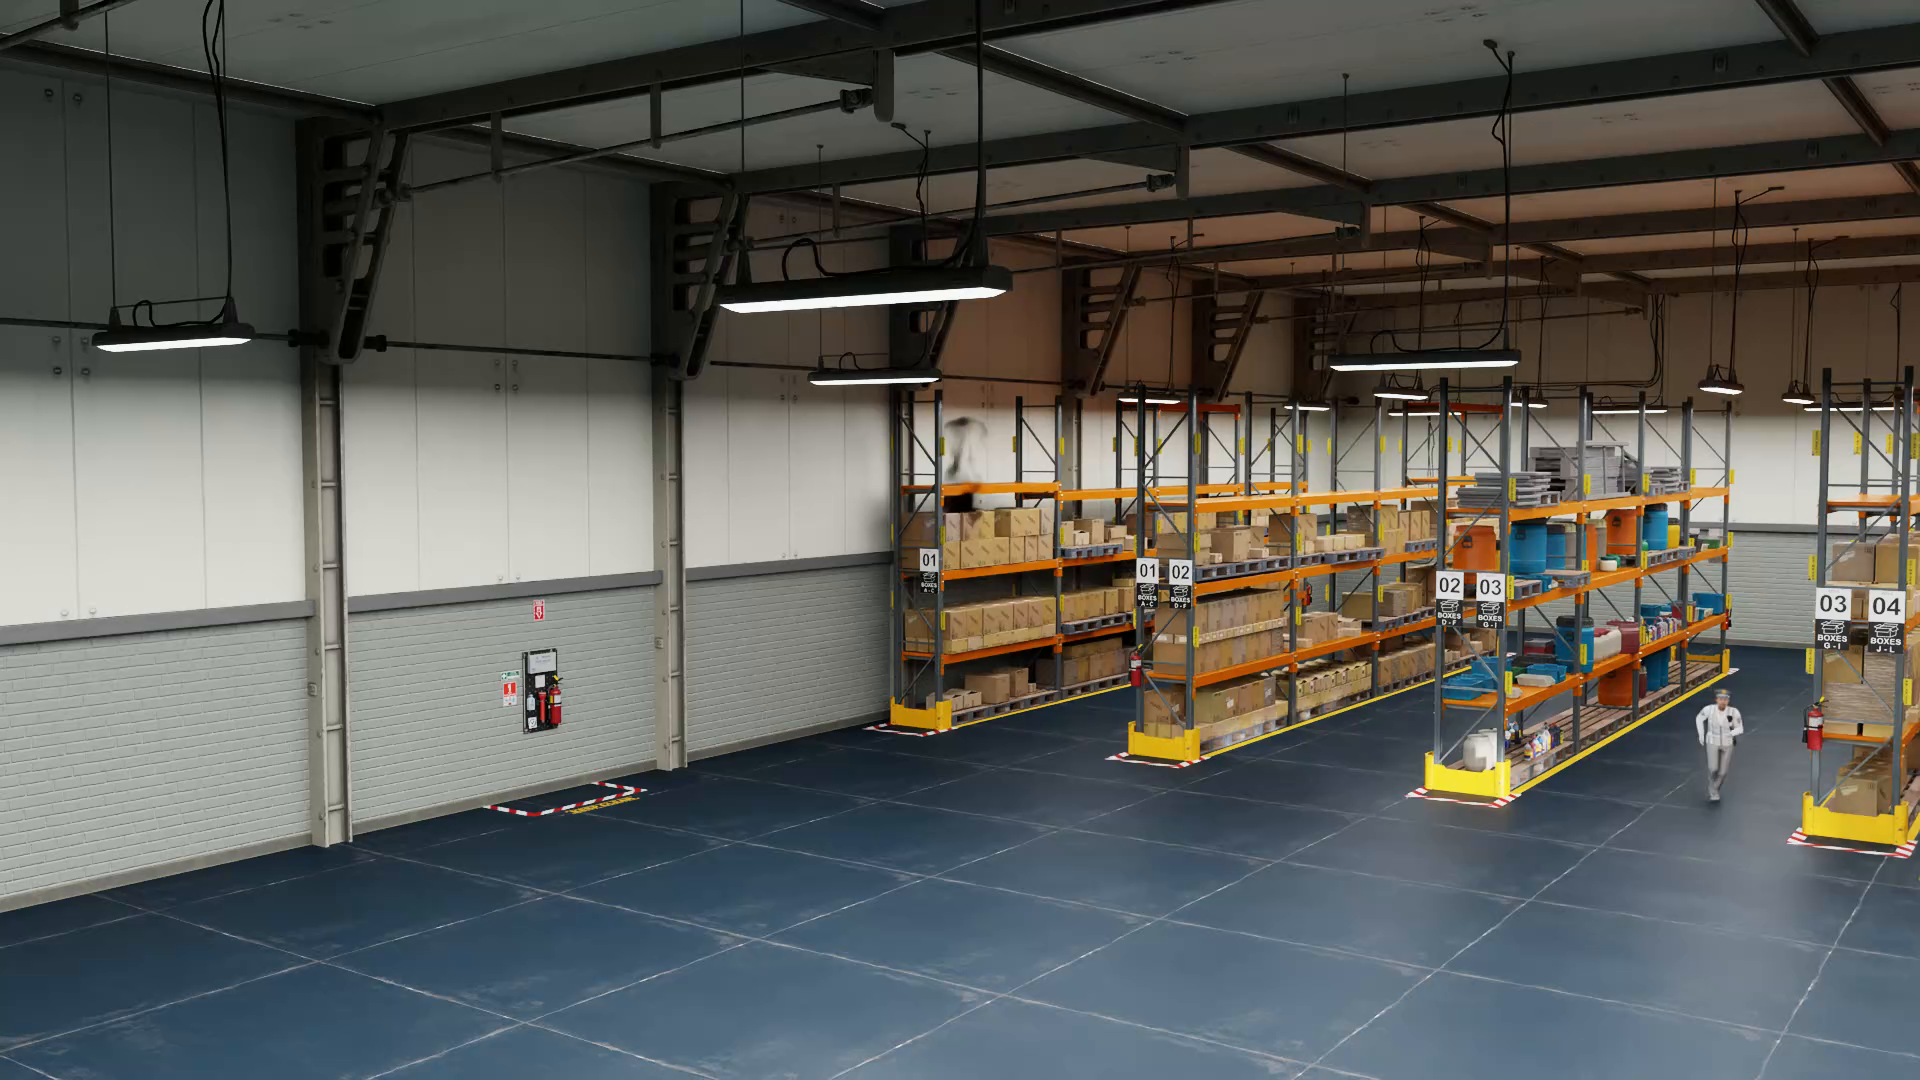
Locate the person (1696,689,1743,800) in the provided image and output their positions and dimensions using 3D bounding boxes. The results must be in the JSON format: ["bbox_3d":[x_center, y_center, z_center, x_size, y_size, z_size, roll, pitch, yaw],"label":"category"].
[{"bbox_3d":[10.618,2.863,23.233,0.573,1.610,0.674,1,3,17],"label":"person"}]
